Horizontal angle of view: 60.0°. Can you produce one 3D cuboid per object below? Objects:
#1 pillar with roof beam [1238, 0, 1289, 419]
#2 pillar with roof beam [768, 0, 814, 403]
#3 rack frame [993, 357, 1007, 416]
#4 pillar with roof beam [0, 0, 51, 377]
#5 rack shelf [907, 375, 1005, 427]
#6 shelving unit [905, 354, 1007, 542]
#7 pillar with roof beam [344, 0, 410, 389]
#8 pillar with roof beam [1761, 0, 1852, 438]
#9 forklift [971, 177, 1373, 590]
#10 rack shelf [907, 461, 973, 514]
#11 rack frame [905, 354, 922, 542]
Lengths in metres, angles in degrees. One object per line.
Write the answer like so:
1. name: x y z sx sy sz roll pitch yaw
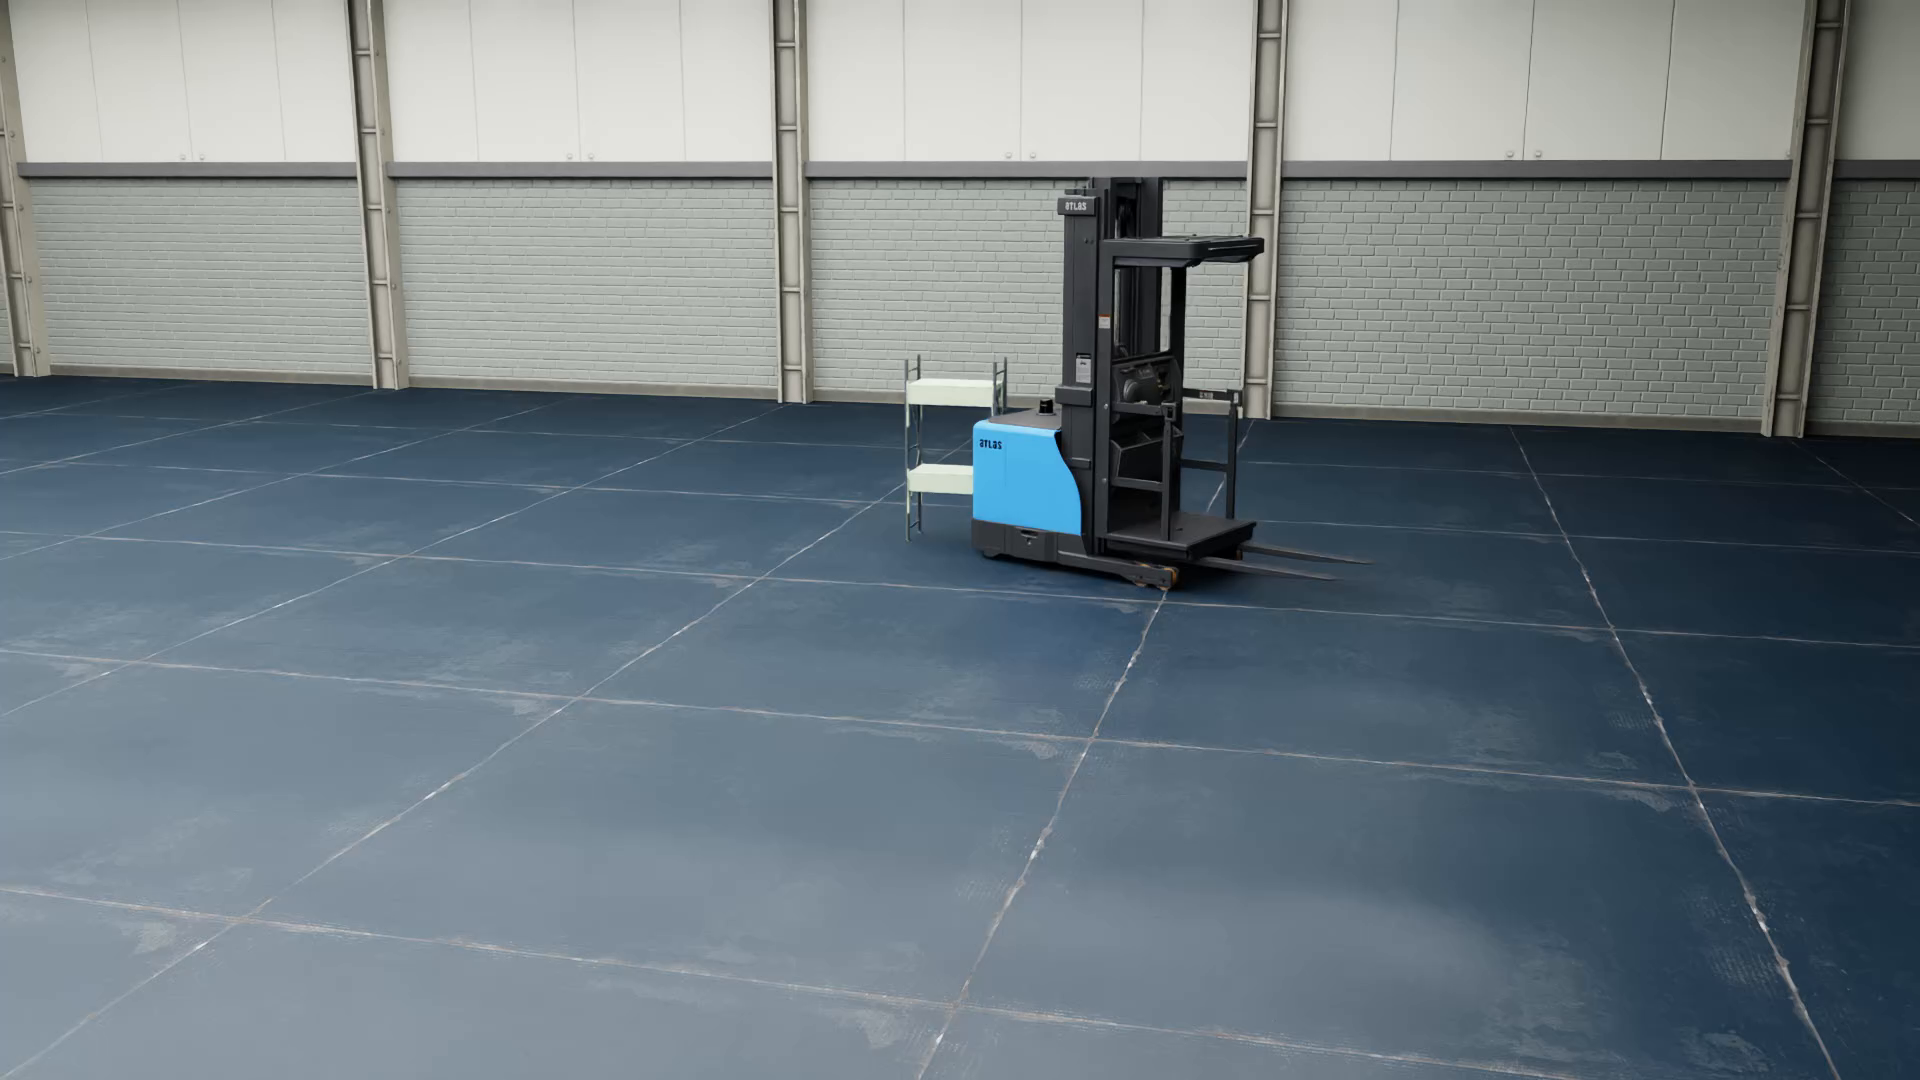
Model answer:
1. pillar with roof beam: 2.625 -5.009 15.537 0.400 9.000 9.100 3 13 14
2. pillar with roof beam: -3.200 -5.321 16.940 0.400 9.000 9.100 3 13 14
3. rack frame: 0.324 -0.719 13.512 0.023 1.500 0.400 3 13 14
4. pillar with roof beam: -14.851 -5.944 19.747 0.400 9.000 9.100 3 13 14
5. rack shelf: -0.030 -1.120 13.519 0.720 0.370 0.431 3 13 14
6. shelving unit: -0.030 -0.739 13.603 0.755 1.500 0.431 3 13 14
7. pillar with roof beam: -9.026 -5.632 18.344 0.400 9.000 9.100 3 13 14
8. pillar with roof beam: 8.450 -4.698 14.133 0.400 9.000 9.100 3 13 14
9. forklift: 1.572 -1.194 12.349 3.031 2.935 1.130 9 16 36
10. rack shelf: -0.030 -0.421 13.674 0.720 0.370 0.431 3 13 14
11. rack frame: -0.384 -0.759 13.694 0.023 1.500 0.400 3 13 14
